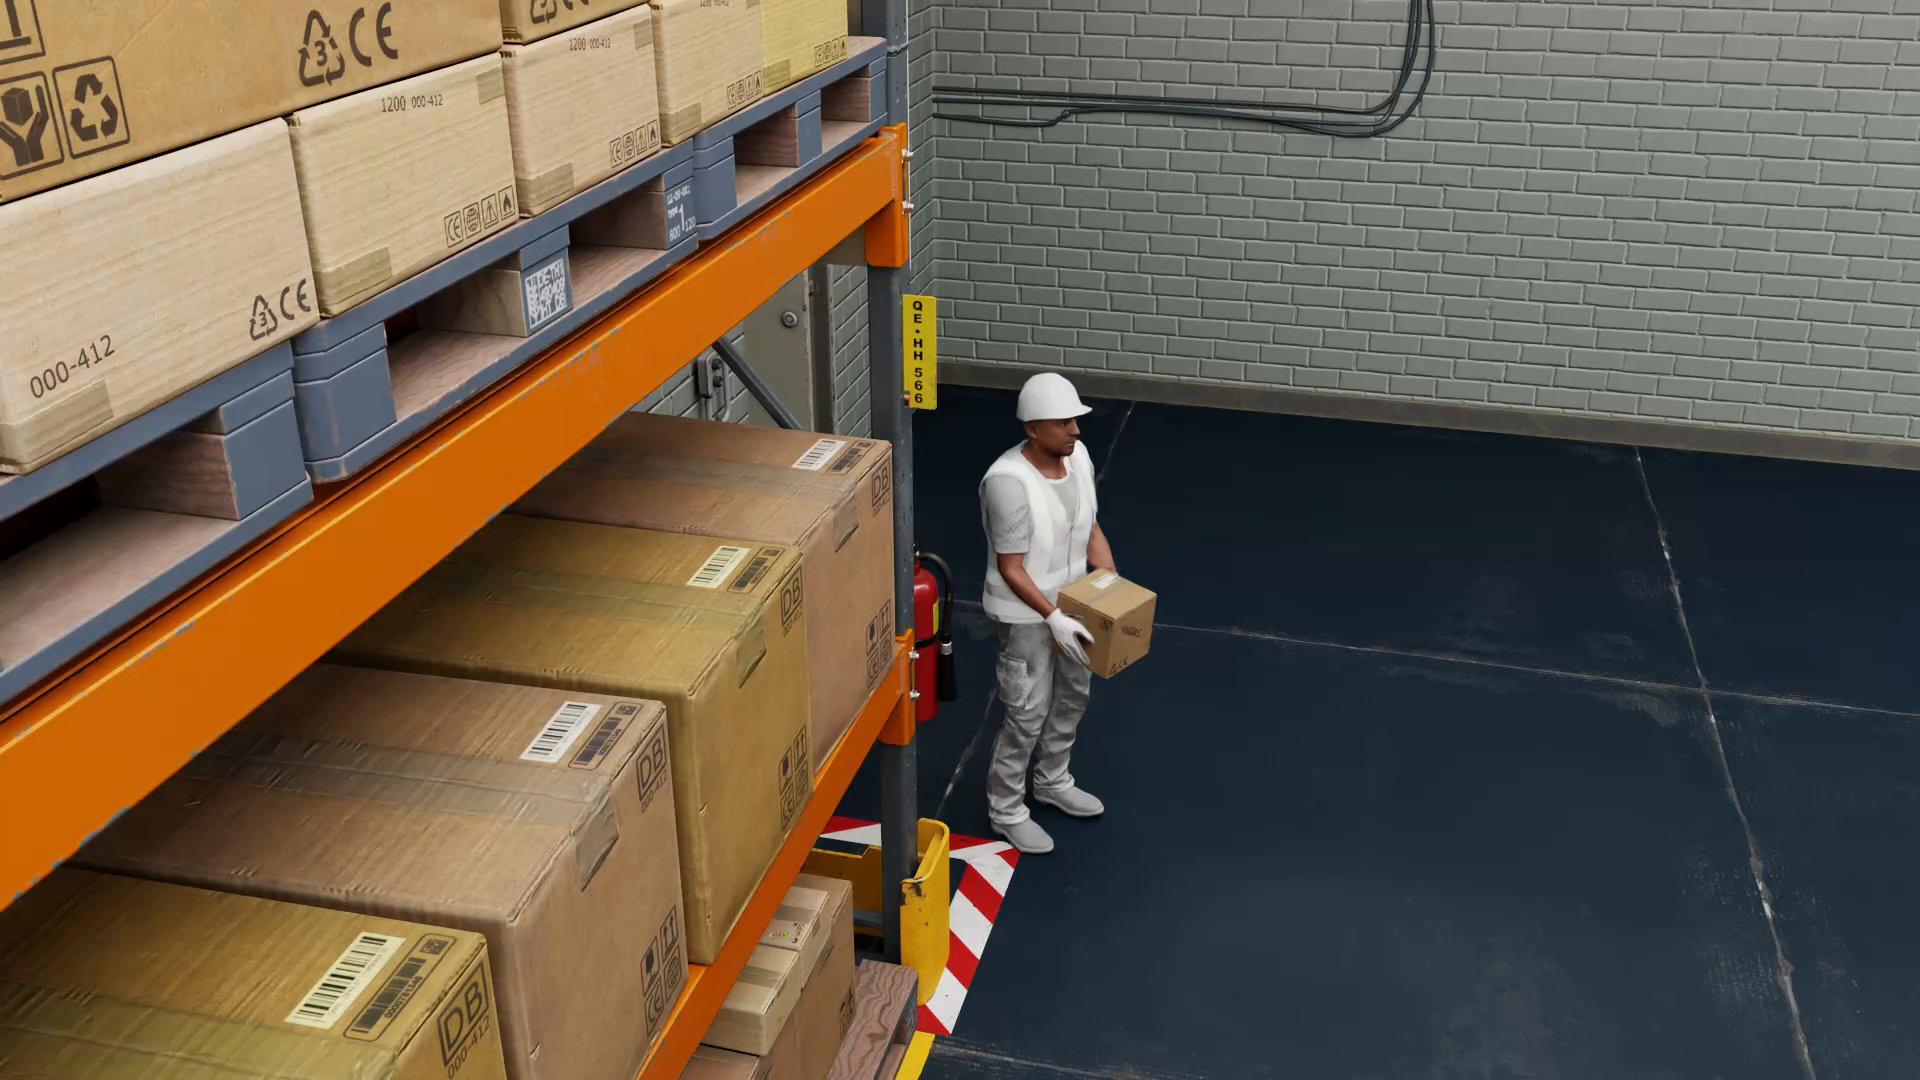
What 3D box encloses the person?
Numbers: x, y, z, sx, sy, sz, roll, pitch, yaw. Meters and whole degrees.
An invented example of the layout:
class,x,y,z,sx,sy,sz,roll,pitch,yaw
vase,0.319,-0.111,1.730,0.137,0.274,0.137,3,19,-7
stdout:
class,x,y,z,sx,sy,sz,roll,pitch,yaw
person,0.356,0.269,6.005,0.520,1.789,0.542,20,32,37
